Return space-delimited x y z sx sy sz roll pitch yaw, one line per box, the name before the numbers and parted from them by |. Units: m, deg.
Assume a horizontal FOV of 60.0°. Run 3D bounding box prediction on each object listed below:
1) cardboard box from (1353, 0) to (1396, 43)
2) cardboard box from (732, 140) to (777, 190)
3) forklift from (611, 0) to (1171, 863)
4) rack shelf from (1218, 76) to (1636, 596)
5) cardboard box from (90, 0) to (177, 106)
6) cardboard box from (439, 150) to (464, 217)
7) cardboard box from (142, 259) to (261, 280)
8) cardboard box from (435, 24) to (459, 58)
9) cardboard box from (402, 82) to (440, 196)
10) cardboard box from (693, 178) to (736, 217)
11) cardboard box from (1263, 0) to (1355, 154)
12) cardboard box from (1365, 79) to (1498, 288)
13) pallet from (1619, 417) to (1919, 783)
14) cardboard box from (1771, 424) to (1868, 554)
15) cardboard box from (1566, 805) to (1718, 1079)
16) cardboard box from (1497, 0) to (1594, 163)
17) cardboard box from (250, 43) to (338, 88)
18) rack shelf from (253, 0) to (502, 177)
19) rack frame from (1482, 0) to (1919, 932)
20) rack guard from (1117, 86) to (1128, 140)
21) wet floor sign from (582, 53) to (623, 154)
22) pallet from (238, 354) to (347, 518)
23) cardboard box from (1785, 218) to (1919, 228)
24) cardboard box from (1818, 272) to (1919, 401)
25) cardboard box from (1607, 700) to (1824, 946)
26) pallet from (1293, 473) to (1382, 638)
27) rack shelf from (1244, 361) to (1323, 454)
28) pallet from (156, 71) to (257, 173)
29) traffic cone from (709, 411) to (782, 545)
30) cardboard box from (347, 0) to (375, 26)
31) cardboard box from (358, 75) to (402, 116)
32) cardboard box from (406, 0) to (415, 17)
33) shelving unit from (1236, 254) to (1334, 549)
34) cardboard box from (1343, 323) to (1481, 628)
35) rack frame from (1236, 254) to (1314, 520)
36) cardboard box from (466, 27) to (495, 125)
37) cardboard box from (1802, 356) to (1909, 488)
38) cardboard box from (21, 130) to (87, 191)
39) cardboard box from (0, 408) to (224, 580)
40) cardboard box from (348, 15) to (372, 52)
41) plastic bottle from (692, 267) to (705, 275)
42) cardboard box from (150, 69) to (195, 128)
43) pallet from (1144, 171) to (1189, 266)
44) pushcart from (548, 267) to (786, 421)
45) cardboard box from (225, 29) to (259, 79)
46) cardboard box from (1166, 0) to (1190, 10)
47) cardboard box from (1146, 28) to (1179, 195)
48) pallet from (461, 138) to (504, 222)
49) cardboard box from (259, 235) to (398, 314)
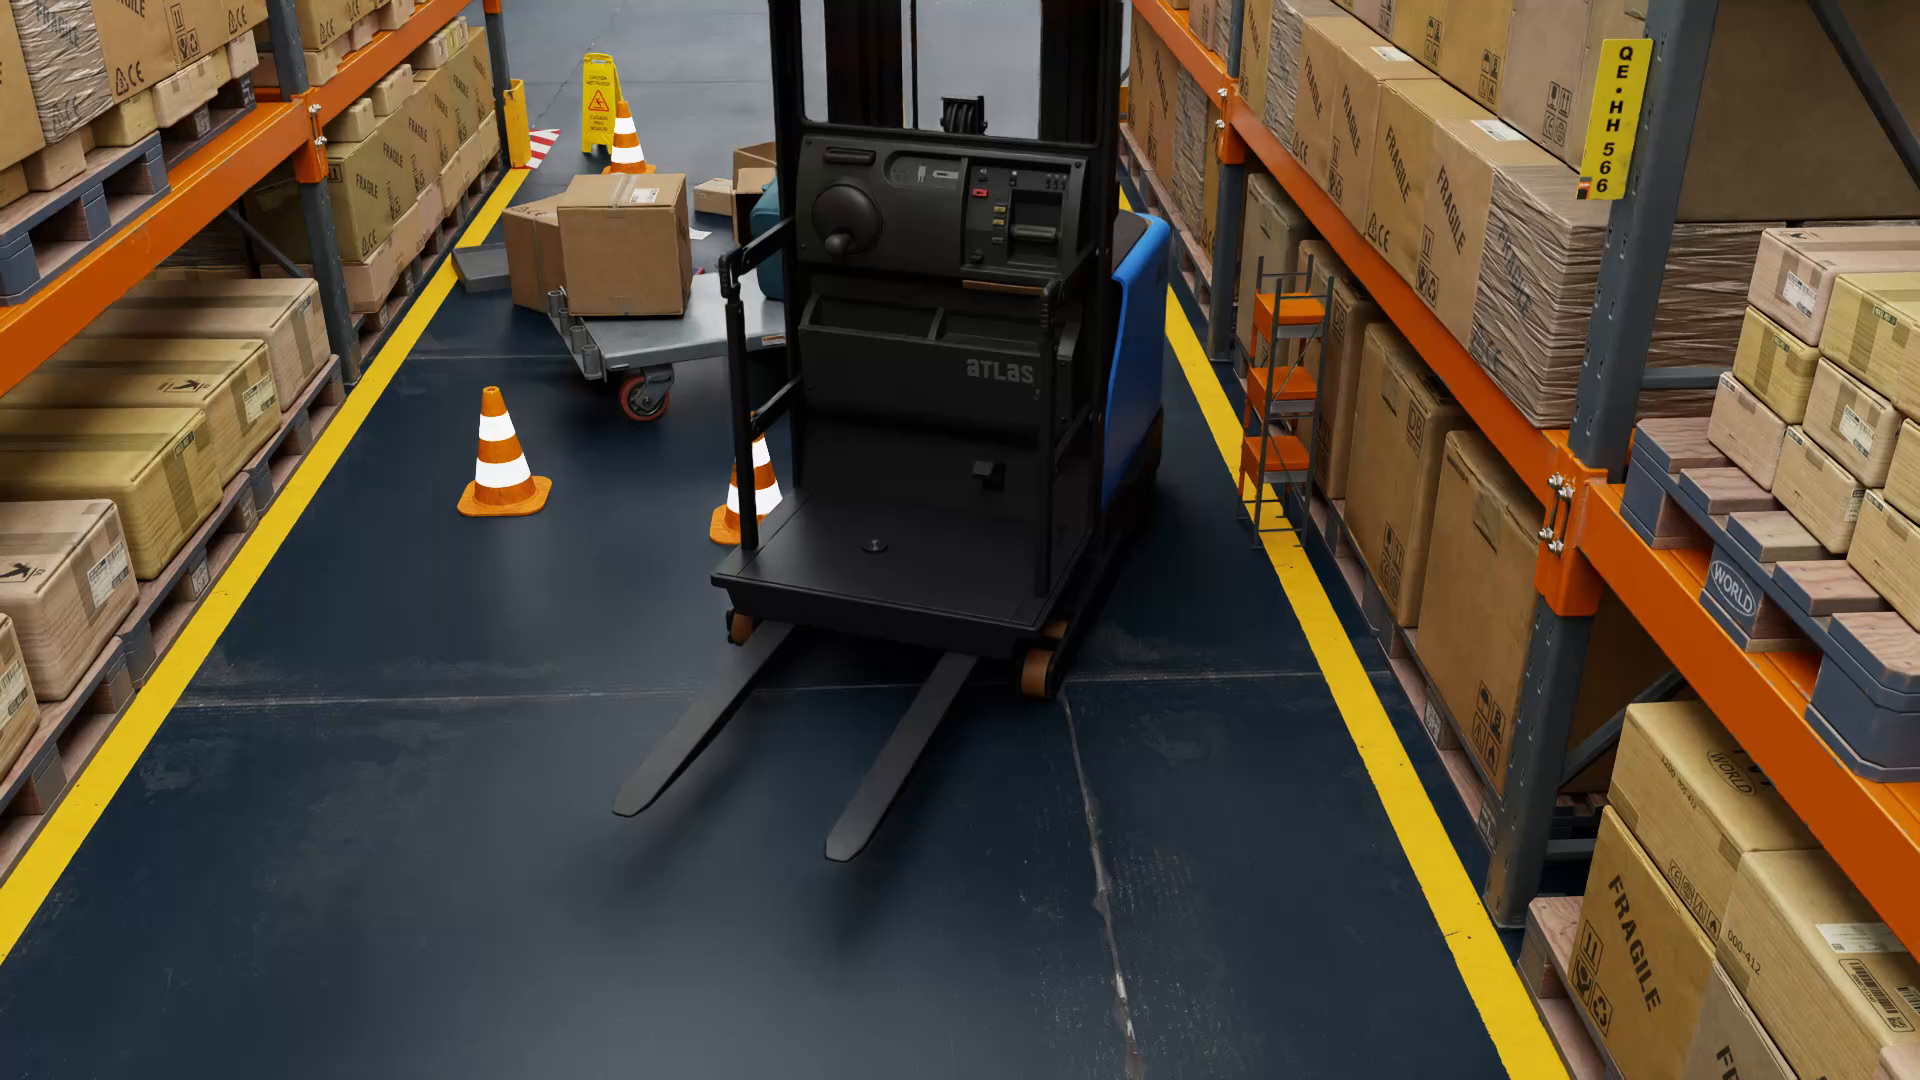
cardboard box | 1.766 -1.991 5.635 0.700 0.500 0.500 -1 28 -2
cardboard box | -0.848 -2.028 9.594 0.797 0.503 0.637 -23 35 -37
forklift | -0.133 -1.000 4.999 1.130 2.935 3.031 9 29 16
rack shelf | 1.783 -0.961 5.627 1.077 0.370 4.000 -1 28 -3
cardboard box | -2.958 -1.725 5.429 0.500 0.500 0.500 0 28 -1
cardboard box | -3.105 -2.004 9.368 0.500 0.250 0.500 -2 28 -4
cardboard box | -3.558 -1.271 7.962 0.500 0.250 0.500 0 28 0
cardboard box | -3.069 -2.824 9.428 0.380 0.149 0.250 -1 28 -2
cardboard box | -3.085 -2.102 8.745 0.500 0.500 0.500 0 28 0
cardboard box | -1.382 -2.064 10.047 0.380 0.149 0.250 13 30 24
cardboard box | 1.465 -1.765 6.283 0.500 0.500 0.500 -1 28 -2
cardboard box | 1.545 -1.063 4.937 0.500 0.500 0.500 -2 28 -4
pallet | 2.031 0.055 3.108 1.213 0.211 1.003 -1 28 -3
cardboard box | 1.723 -0.096 3.007 0.380 0.149 0.250 0 28 0
cardboard box | 1.670 0.899 3.532 0.500 0.500 0.500 -3 28 -5
cardboard box | 1.847 -1.285 4.281 0.700 0.500 0.500 -2 28 -3
cardboard box | -2.955 -2.079 7.264 0.380 0.149 0.250 -2 28 -3
rack shelf | -3.363 -2.642 8.850 1.077 0.370 4.000 -1 28 -3
rack frame | 1.888 -0.356 3.689 1.000 3.000 0.127 -1 28 -3
rack guard | 1.469 -2.954 11.372 1.175 0.500 0.348 -1 28 -3
wet floor sign | -2.409 -2.954 11.217 0.267 0.644 0.232 8 29 15
pallet | -3.217 -0.441 6.868 1.003 0.211 1.213 -1 28 -3
cardboard box | 2.134 -0.614 4.076 0.500 0.500 0.500 -1 28 -2
cardboard box | 1.735 -0.353 2.857 0.380 0.149 0.250 -2 28 -4
cardboard box | 1.682 0.558 3.375 0.500 0.250 0.500 -3 28 -5
pallet | 1.861 -0.048 6.113 1.003 0.211 1.213 -1 28 -3
rack shelf | 1.175 -0.484 6.066 0.215 0.259 0.240 -3 28 -5
pallet | -3.364 -1.596 6.273 1.003 0.211 1.213 -1 28 -3
traffic cone | -0.782 -0.264 6.256 0.336 0.463 0.334 -1 28 -3
cardboard box | -3.053 -2.655 7.667 0.500 0.500 0.500 -1 28 -3
cardboard box | -2.995 -2.200 8.231 0.380 0.149 0.250 0 28 -1
cardboard box | -3.054 -2.786 8.619 0.380 0.149 0.250 -1 28 -3
shelving unit | 1.175 -0.494 6.061 0.215 1.050 0.252 -3 28 -5
cardboard box | 1.897 -0.232 5.430 1.050 0.750 0.750 -1 28 -2
rack frame | 1.163 -0.550 6.168 0.200 1.050 0.008 -3 28 -5
cardboard box | -3.166 -2.820 10.122 0.500 0.500 0.500 -1 28 -2
cardboard box | 1.729 -0.210 2.904 0.380 0.149 0.250 0 28 0
cardboard box | -2.917 -1.167 5.061 0.380 0.149 0.250 -1 28 -1
cardboard box | -3.150 -0.163 5.707 0.950 0.372 0.625 0 28 -1
cardboard box | -3.043 -2.432 7.940 0.380 0.149 0.250 -1 28 -1
plastic bottle | -1.454 -1.376 8.822 0.133 0.061 0.283 3 28 6
cardboard box | -2.894 -1.523 5.744 0.380 0.149 0.250 -1 28 -2
pallet | 1.651 -1.885 9.636 1.003 0.211 1.213 -1 28 -3
pushcart | -0.985 -0.953 7.669 1.648 0.377 0.936 -11 30 -20
cardboard box | -2.957 -1.881 6.431 0.380 0.149 0.250 -1 28 -2
cardboard box | 1.558 -3.188 8.957 0.875 0.550 0.500 -1 28 -3
cardboard box | 1.620 -2.577 9.791 0.875 0.875 0.875 -2 28 -3
pallet | -3.457 -2.237 10.311 1.003 0.211 1.213 -1 28 -3
cardboard box | -3.020 -1.283 7.986 0.500 0.250 0.500 -3 28 -5
